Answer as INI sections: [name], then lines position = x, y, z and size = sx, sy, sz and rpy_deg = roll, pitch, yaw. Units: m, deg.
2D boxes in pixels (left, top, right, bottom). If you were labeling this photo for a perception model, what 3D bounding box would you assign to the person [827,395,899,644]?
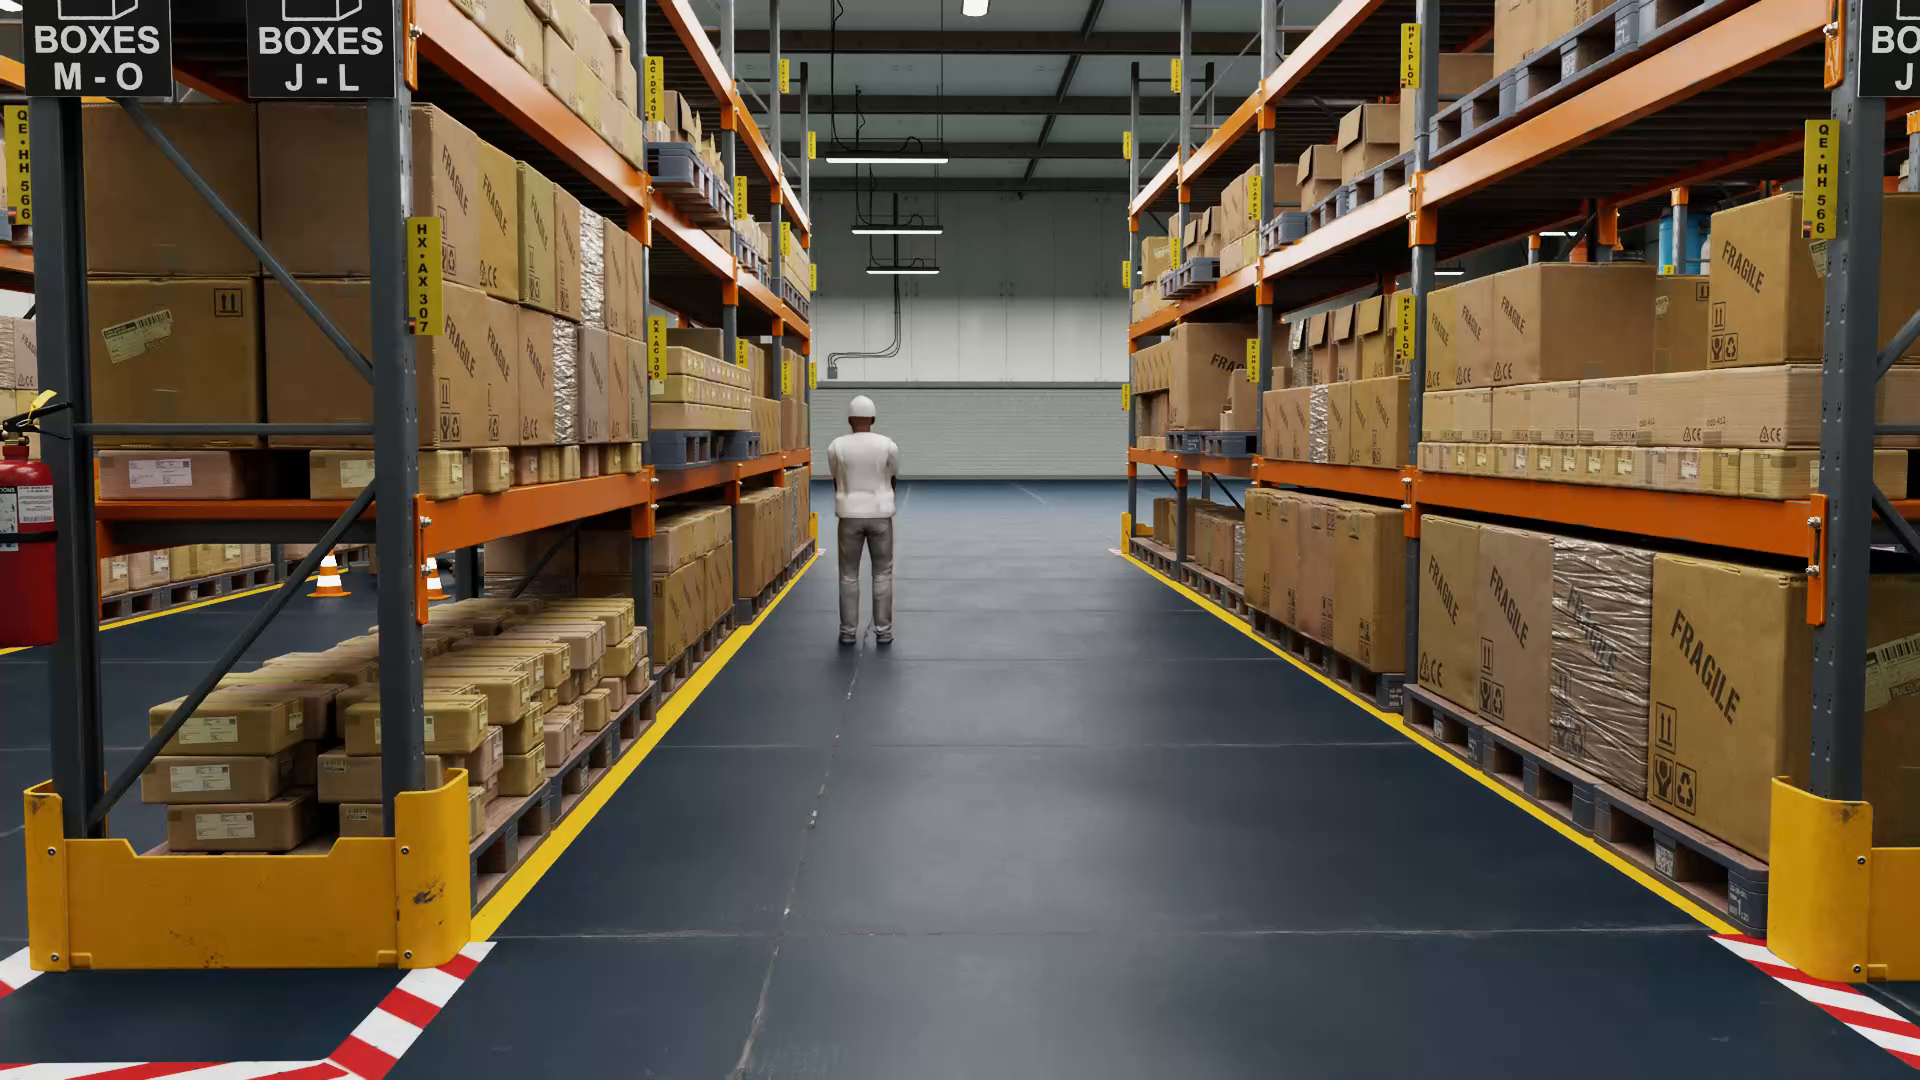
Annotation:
[person]
position = -0.691, -0.154, 11.960
size = 0.504, 1.761, 0.572
rpy_deg = 0, 4, -1
